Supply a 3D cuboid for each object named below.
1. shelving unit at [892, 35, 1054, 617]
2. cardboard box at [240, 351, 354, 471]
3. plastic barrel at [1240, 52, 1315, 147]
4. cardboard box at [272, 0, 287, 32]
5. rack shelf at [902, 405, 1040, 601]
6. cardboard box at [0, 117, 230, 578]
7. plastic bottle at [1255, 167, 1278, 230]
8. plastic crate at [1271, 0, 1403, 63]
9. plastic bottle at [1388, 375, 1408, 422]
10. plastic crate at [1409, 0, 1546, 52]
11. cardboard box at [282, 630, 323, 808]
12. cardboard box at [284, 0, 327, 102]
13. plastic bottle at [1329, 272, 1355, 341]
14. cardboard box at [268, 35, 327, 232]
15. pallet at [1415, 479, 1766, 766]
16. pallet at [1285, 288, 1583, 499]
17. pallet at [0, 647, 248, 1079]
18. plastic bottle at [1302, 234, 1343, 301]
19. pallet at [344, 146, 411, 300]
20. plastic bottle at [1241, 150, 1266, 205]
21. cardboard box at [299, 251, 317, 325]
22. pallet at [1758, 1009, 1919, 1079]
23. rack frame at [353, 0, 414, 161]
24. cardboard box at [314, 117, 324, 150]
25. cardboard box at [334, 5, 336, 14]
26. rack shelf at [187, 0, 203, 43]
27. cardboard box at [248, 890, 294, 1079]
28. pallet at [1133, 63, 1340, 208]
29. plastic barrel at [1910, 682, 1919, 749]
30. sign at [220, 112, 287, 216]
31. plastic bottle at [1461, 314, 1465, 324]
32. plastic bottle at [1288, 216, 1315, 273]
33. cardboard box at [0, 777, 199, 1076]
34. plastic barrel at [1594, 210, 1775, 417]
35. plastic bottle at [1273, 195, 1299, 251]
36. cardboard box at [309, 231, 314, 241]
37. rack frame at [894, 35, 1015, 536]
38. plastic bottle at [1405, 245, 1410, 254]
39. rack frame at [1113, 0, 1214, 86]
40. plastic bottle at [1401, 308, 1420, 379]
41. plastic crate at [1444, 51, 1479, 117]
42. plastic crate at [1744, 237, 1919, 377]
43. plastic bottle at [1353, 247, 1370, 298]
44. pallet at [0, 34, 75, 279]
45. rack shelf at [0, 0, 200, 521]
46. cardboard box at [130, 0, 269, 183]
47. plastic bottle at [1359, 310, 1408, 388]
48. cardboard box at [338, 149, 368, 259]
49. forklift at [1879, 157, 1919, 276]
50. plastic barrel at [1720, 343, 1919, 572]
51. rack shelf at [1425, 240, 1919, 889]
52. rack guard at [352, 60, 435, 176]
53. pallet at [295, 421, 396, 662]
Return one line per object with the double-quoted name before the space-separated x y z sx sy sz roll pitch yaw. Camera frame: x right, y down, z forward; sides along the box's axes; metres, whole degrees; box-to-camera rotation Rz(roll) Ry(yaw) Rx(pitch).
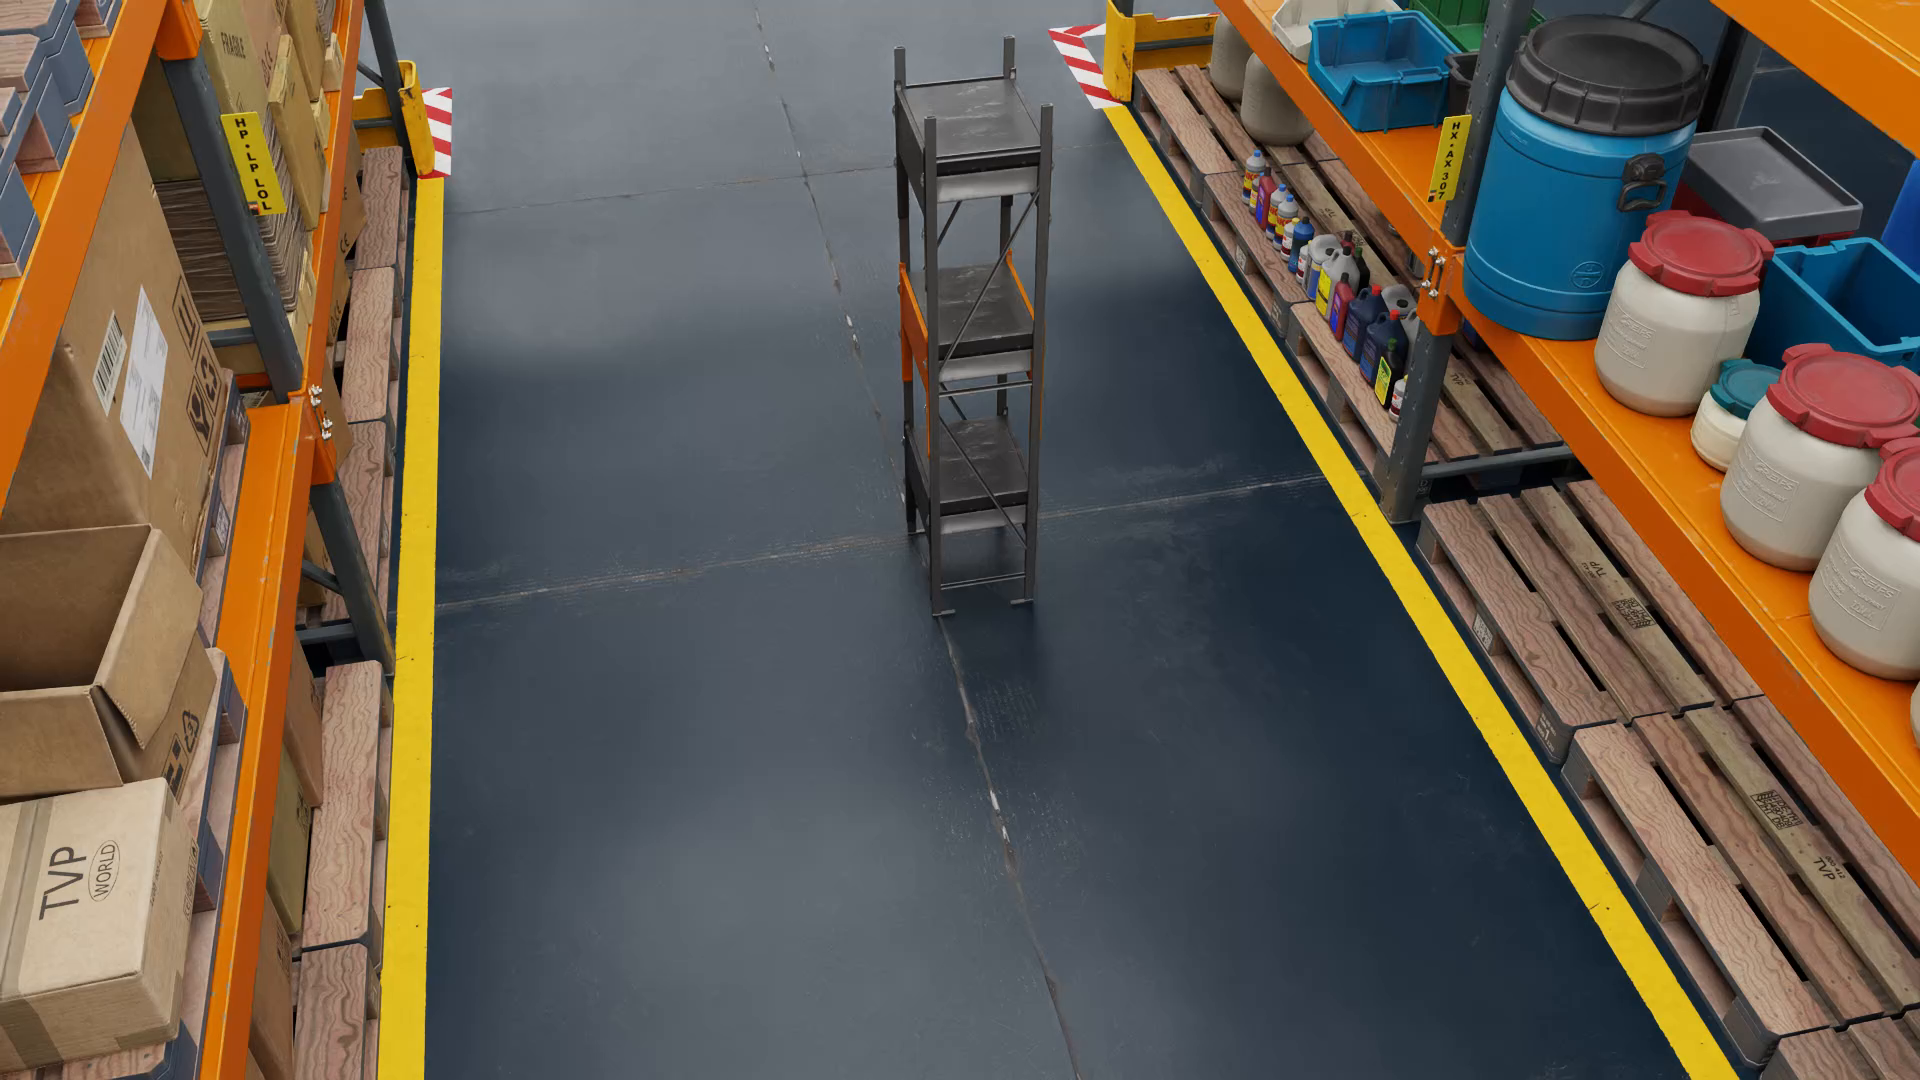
"shelving unit" 0.036 -0.678 5.932 0.431 2.100 0.503 -8 42 -9
"cardboard box" -2.777 -0.436 6.549 0.500 0.500 0.500 4 42 4
"plastic barrel" 1.699 -2.368 8.715 0.421 0.512 0.421 0 42 0
"cardboard box" -2.665 -2.078 5.779 0.500 0.500 0.500 -8 42 -9
"rack shelf" 0.036 -0.144 6.406 0.431 0.518 0.480 -8 42 -9
"cardboard box" -2.564 -0.425 4.201 1.000 1.000 1.000 -8 42 -9
"plastic bottle" 1.492 -1.661 8.076 0.061 0.283 0.133 -8 42 -9
"plastic crate" 1.639 -2.206 7.175 0.530 0.136 0.437 -8 42 -9
"plastic bottle" 1.854 -0.597 6.940 0.097 0.201 0.097 0 42 0
"plastic crate" 2.220 -2.130 7.050 0.450 0.188 0.662 -8 42 -9
"cardboard box" -2.488 0.592 5.375 0.700 0.500 0.500 -11 43 -13
"cardboard box" -2.983 -1.997 6.441 0.875 0.500 0.500 -8 42 -9
"plastic bottle" 1.699 -1.038 7.374 0.061 0.283 0.133 -6 42 -6
"cardboard box" -2.709 -1.357 5.720 0.875 0.500 0.500 -8 42 -9
"pallet" 2.444 0.258 6.301 1.003 0.211 1.213 -8 42 -9
"pallet" 2.133 -0.687 7.365 1.003 0.211 1.213 -8 42 -9
"pallet" -2.203 0.808 3.724 1.003 0.211 1.213 -8 42 -9
"plastic bottle" 1.674 -1.251 7.620 0.152 0.276 0.135 -8 42 -8
"pallet" -3.305 -1.548 8.335 1.003 0.211 1.213 -8 42 -9
"plastic bottle" 1.461 -1.806 8.249 0.097 0.271 0.097 0 42 0
"cardboard box" -2.393 -0.832 5.616 0.380 0.149 0.250 -8 42 -9
"pallet" 2.971 1.839 4.519 1.003 0.211 1.213 -8 42 -9
"rack frame" -3.463 -3.172 8.064 1.000 3.000 0.127 -8 42 -9
"cardboard box" -2.646 -1.474 6.341 0.380 0.149 0.250 -8 42 -9
"cardboard box" -3.003 -2.442 7.430 0.380 0.149 0.250 -8 42 -9
"rack shelf" -3.031 -2.728 5.846 1.077 0.370 4.000 -8 42 -9
"cardboard box" -2.282 1.267 4.615 0.700 0.500 0.500 -12 43 -13
"pallet" 1.606 -2.269 9.147 1.003 0.211 1.213 -8 42 -9
"plastic barrel" 2.579 0.353 4.009 0.421 0.512 0.421 0 42 0
"sign" -2.058 -1.094 4.851 0.100 0.325 0.005 -8 42 -9
"plastic bottle" 2.319 -1.092 7.445 0.097 0.271 0.097 0 42 0
"plastic bottle" 1.600 -1.388 7.777 0.097 0.271 0.097 0 42 0
"cardboard box" -1.873 0.793 3.393 0.500 0.250 0.500 -9 42 -10
"plastic barrel" 2.229 -0.688 5.163 0.433 0.535 0.433 0 42 0
"plastic bottle" 1.556 -1.519 7.925 0.097 0.271 0.097 0 42 0
"cardboard box" -2.537 -1.150 5.976 0.380 0.149 0.250 -8 42 -9
"rack frame" -0.017 -0.836 6.110 0.400 2.100 0.015 -8 42 -9
"plastic bottle" 2.187 -1.462 7.914 0.097 0.201 0.097 0 42 0
"rack frame" 1.374 -3.882 8.863 1.000 3.000 0.127 -8 42 -9
"plastic bottle" 1.957 -0.859 7.123 0.144 0.351 0.185 -8 42 -9
"plastic crate" 2.248 -1.623 6.366 0.767 0.338 0.504 -8 42 -9
"plastic crate" 2.779 -0.612 5.192 0.392 0.384 0.575 -8 42 -9
"plastic bottle" 1.800 -1.179 7.533 0.061 0.283 0.133 -8 42 -9
"pallet" -2.343 -0.543 2.985 1.213 0.211 1.003 -8 42 -9
"rack shelf" -2.167 -0.135 2.925 1.077 0.370 4.000 -8 42 -9
"cardboard box" -2.448 -1.430 5.049 0.500 0.500 0.500 -8 42 -9
"plastic bottle" 1.817 -0.839 7.099 0.144 0.351 0.185 -9 42 -10
"cardboard box" -3.182 -1.604 7.864 0.500 0.500 0.500 2 42 2
"forklift" 5.005 -1.207 5.902 1.130 2.935 3.031 -10 43 -11
"plastic barrel" 2.388 -0.212 4.627 0.433 0.535 0.433 0 42 0
"rack shelf" 2.669 0.277 4.721 1.077 0.370 4.000 -8 42 -9
"rack guard" -3.446 -2.188 8.838 1.175 0.500 0.348 -8 42 -9
"pallet" -2.779 0.033 6.553 1.003 0.211 1.213 -8 42 -9
